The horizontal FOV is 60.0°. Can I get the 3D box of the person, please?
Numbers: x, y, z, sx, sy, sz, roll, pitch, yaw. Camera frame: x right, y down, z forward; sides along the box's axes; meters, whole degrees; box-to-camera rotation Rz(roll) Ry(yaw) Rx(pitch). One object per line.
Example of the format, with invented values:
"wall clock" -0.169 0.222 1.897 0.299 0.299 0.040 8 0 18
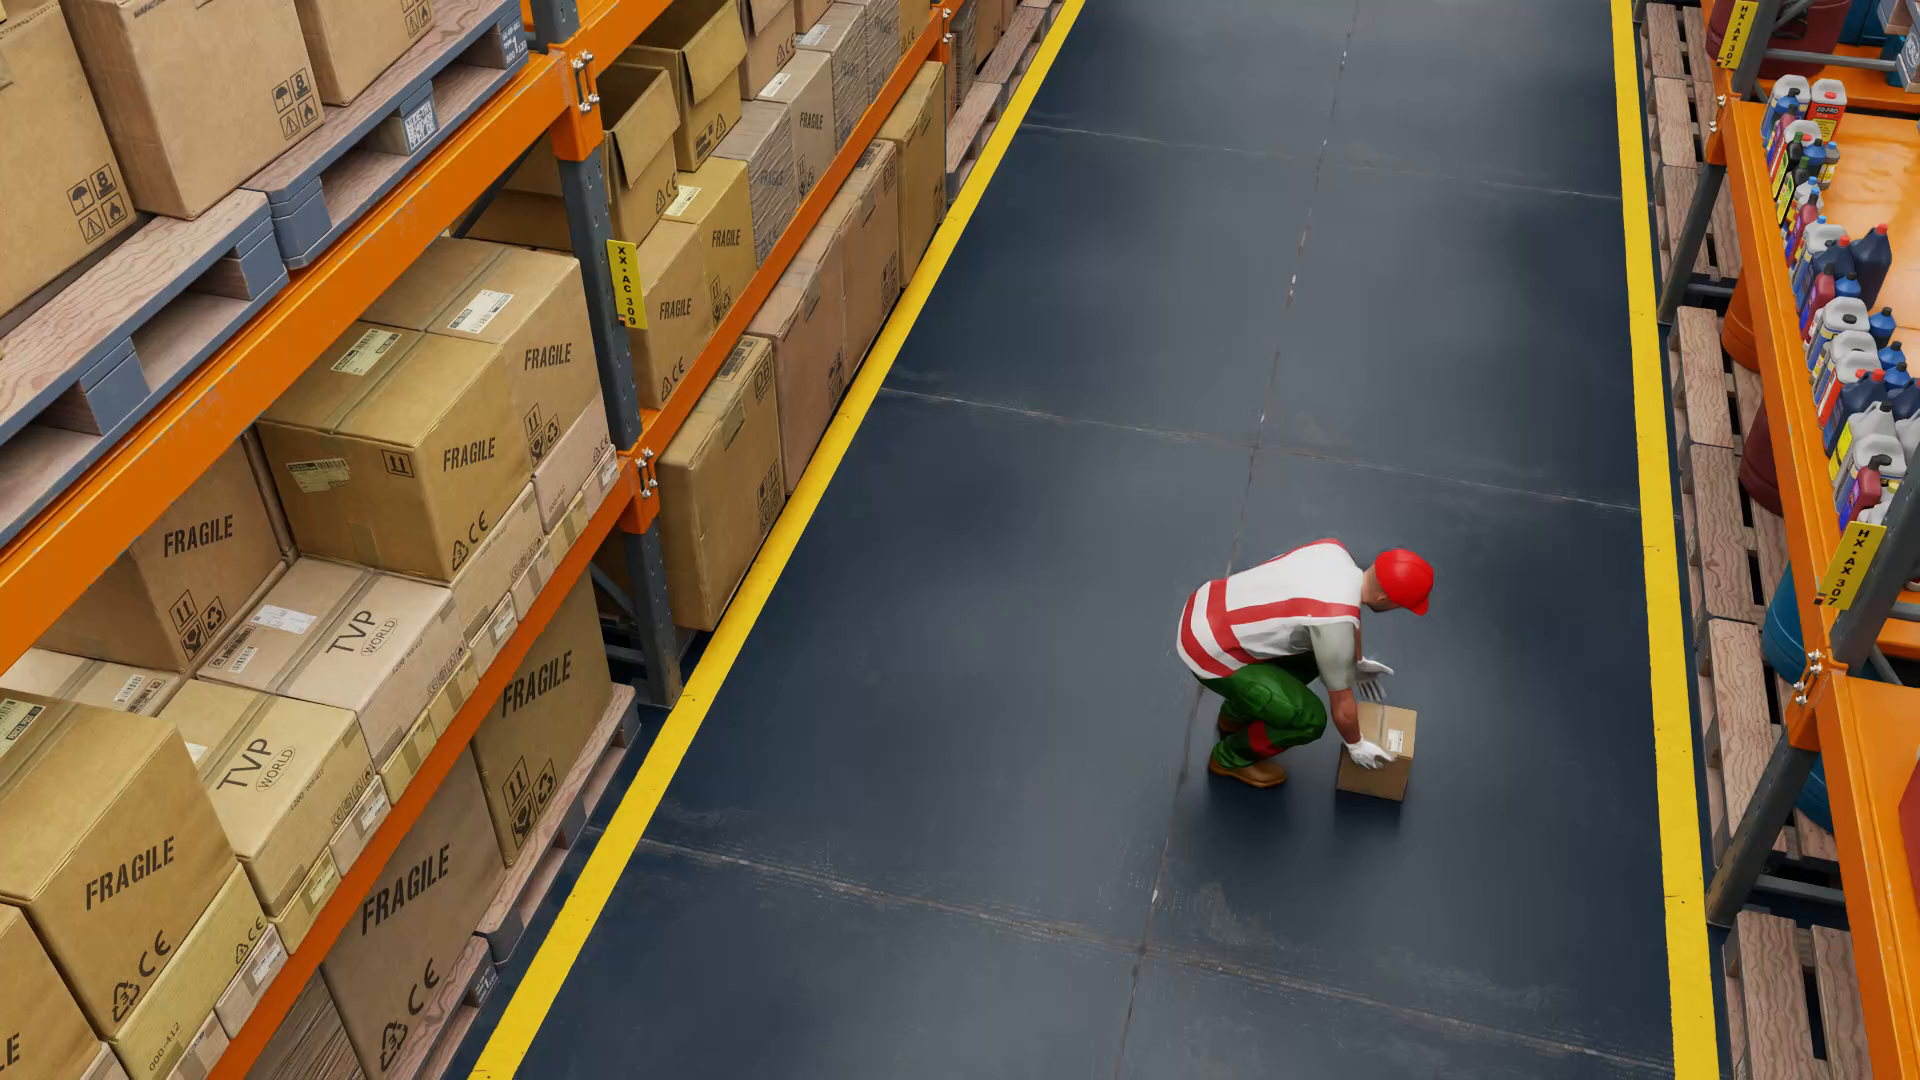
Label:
"person" 1.248 0.418 6.211 0.870 1.065 0.579 10 42 11
